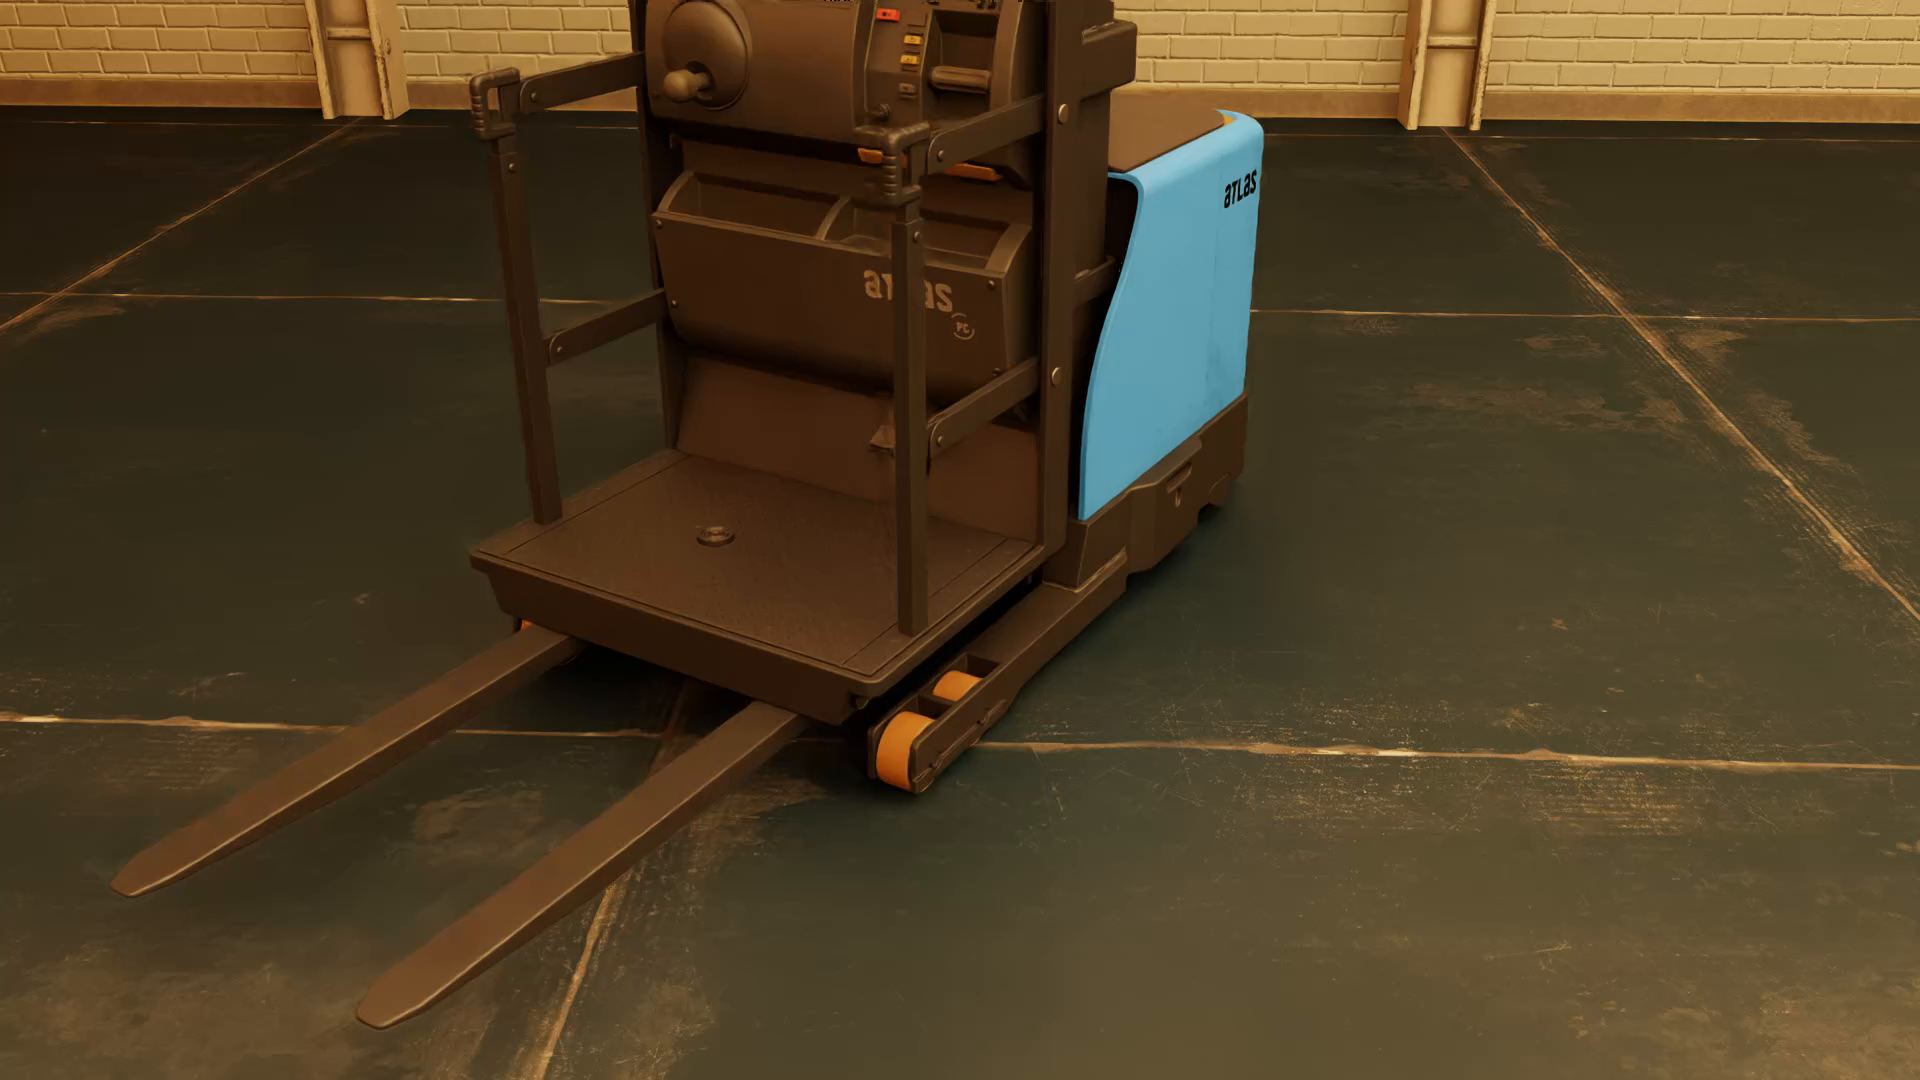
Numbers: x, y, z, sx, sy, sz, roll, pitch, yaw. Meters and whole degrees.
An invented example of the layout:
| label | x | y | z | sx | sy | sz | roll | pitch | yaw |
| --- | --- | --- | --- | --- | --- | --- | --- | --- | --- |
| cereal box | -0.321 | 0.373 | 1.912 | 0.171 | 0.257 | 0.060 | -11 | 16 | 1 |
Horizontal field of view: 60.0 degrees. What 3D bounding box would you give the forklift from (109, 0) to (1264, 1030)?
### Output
| label | x | y | z | sx | sy | sz | roll | pitch | yaw |
| --- | --- | --- | --- | --- | --- | --- | --- | --- | --- |
| forklift | -0.381 | -1.024 | 3.284 | 1.130 | 2.935 | 3.031 | 15 | 30 | 28 |
